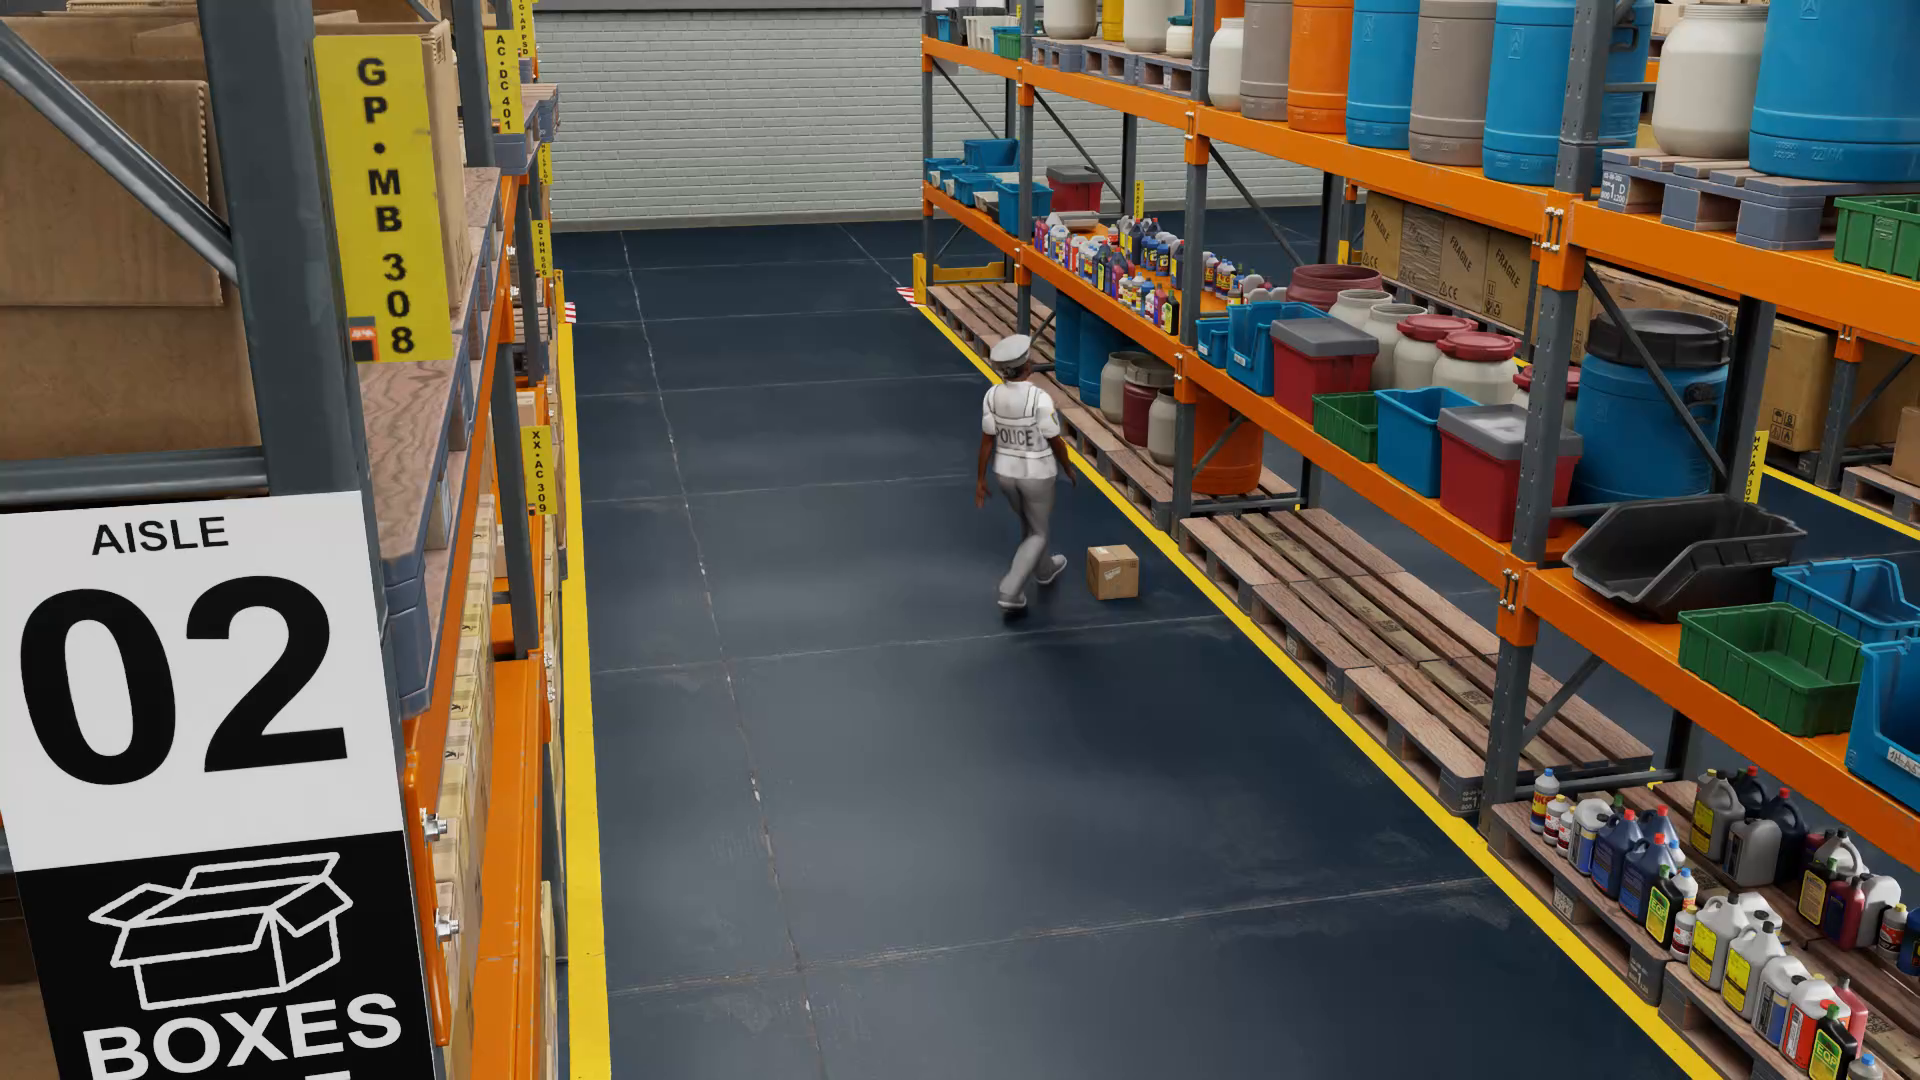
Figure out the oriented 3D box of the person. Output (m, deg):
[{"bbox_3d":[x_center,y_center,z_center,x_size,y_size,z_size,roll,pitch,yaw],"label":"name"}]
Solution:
[{"bbox_3d":[0.453,-0.428,9.764,0.496,1.618,0.903,14,24,33],"label":"person"}]
